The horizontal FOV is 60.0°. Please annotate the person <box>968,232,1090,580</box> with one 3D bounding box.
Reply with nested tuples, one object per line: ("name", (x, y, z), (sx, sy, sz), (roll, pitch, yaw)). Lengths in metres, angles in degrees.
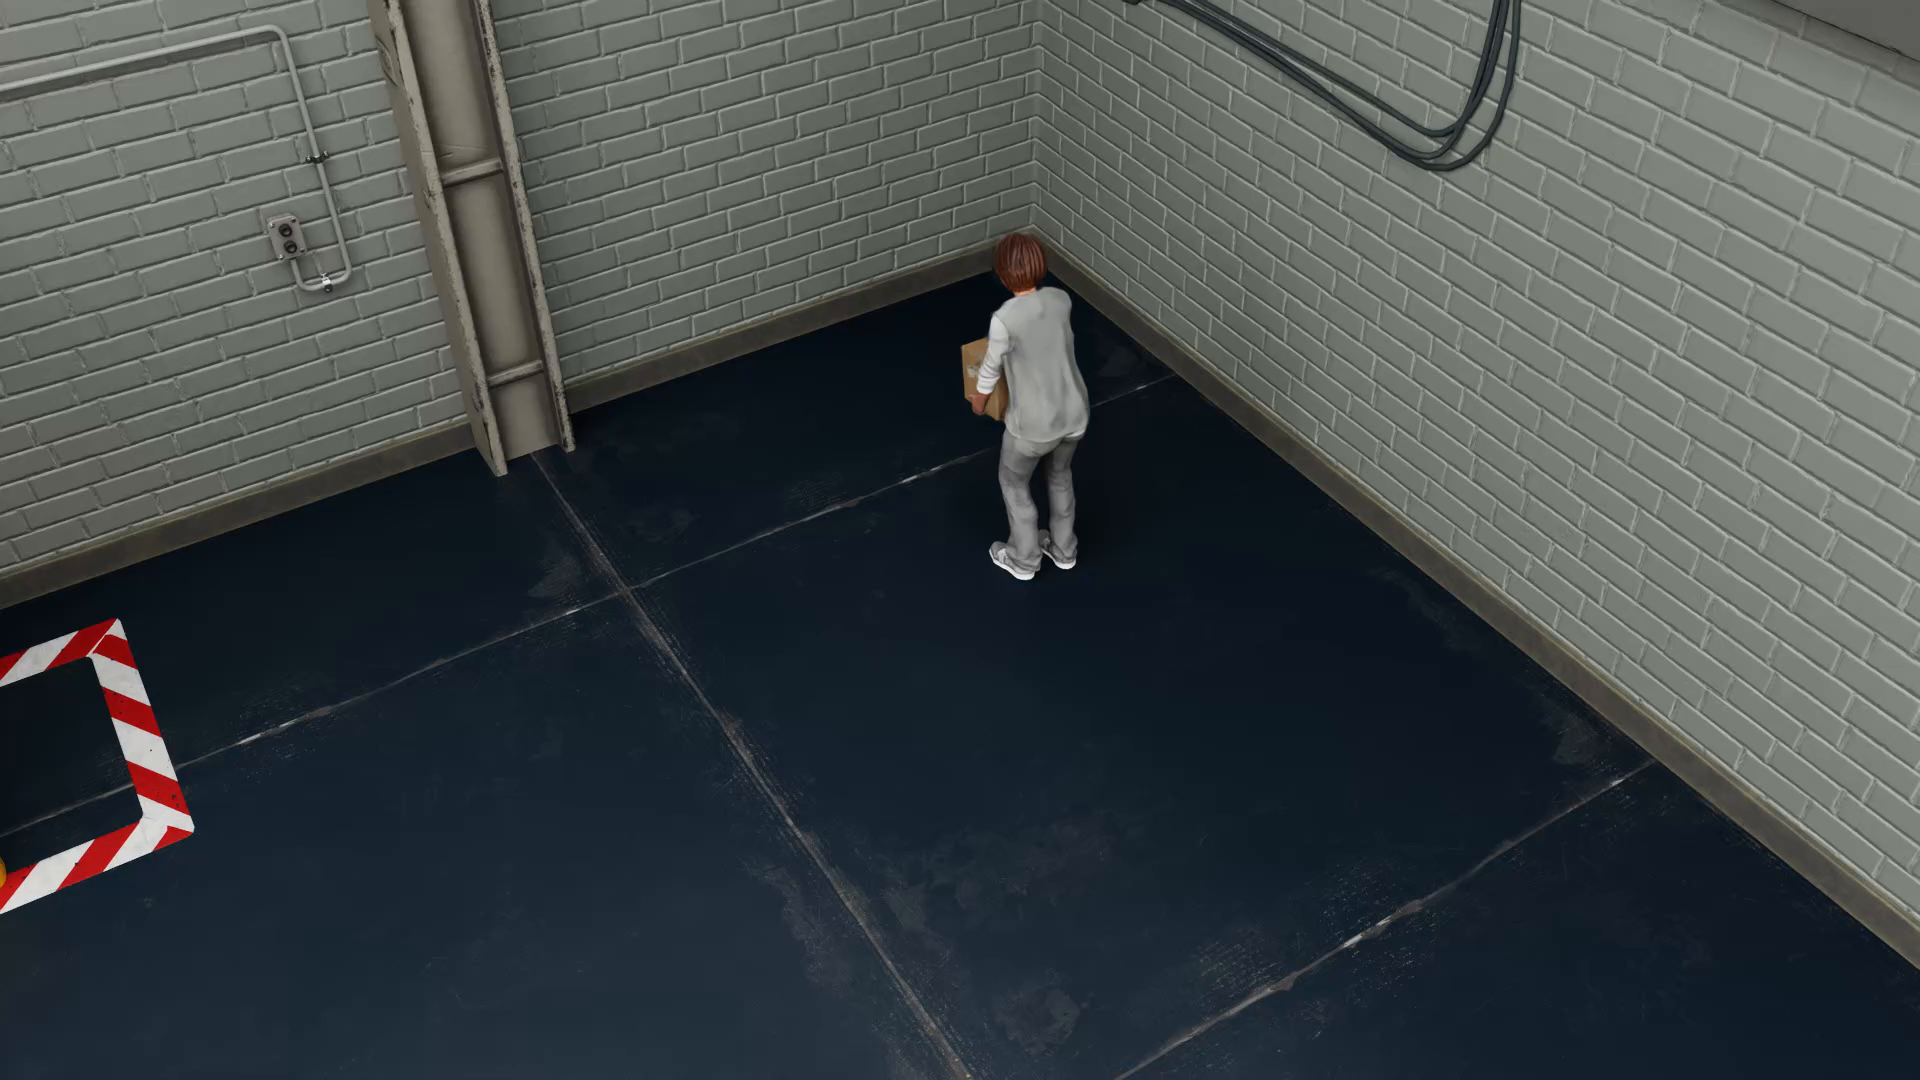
("person", (0.287, -0.519, 6.787), (0.373, 1.562, 0.532), (-24, 47, -24))
